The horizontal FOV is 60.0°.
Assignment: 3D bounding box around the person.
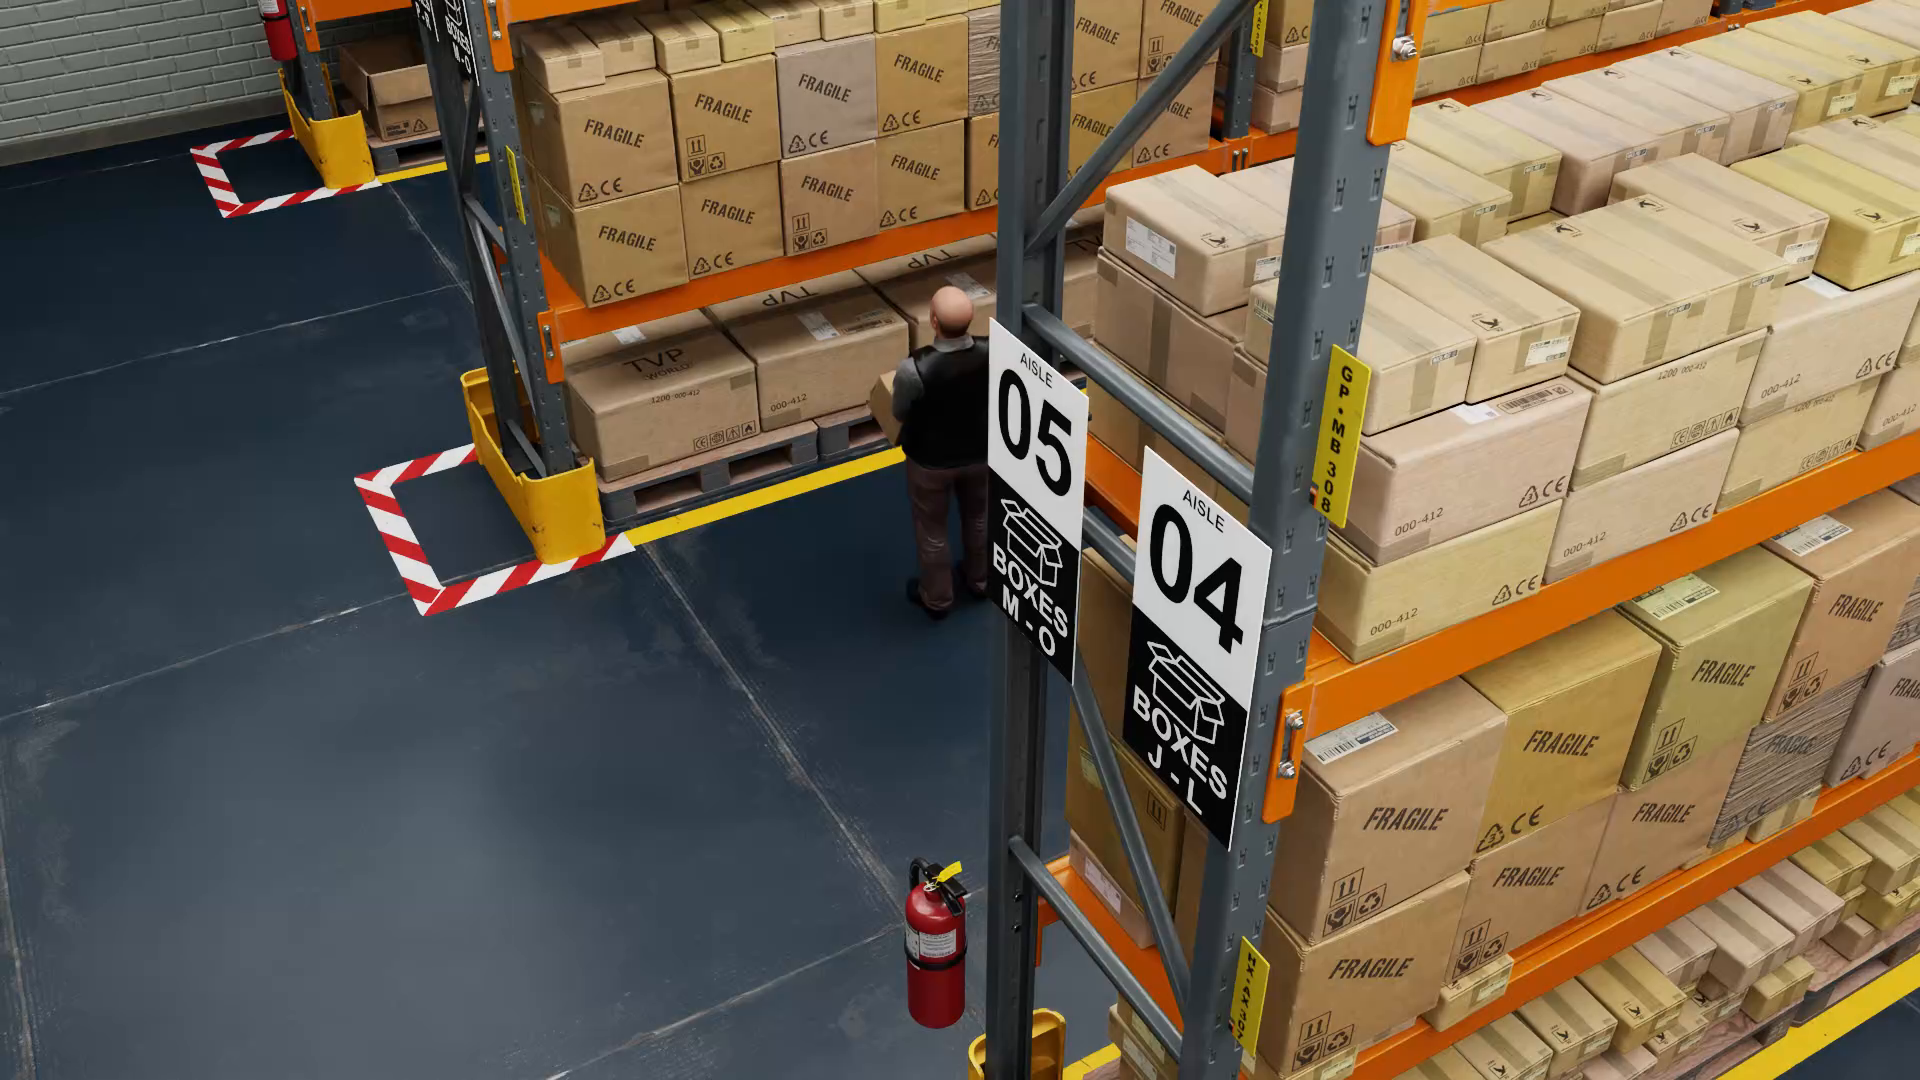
[{"bbox_3d":[-0.074,-0.428,7.524,0.502,1.724,0.539,-12,38,-16],"label":"person"}]
